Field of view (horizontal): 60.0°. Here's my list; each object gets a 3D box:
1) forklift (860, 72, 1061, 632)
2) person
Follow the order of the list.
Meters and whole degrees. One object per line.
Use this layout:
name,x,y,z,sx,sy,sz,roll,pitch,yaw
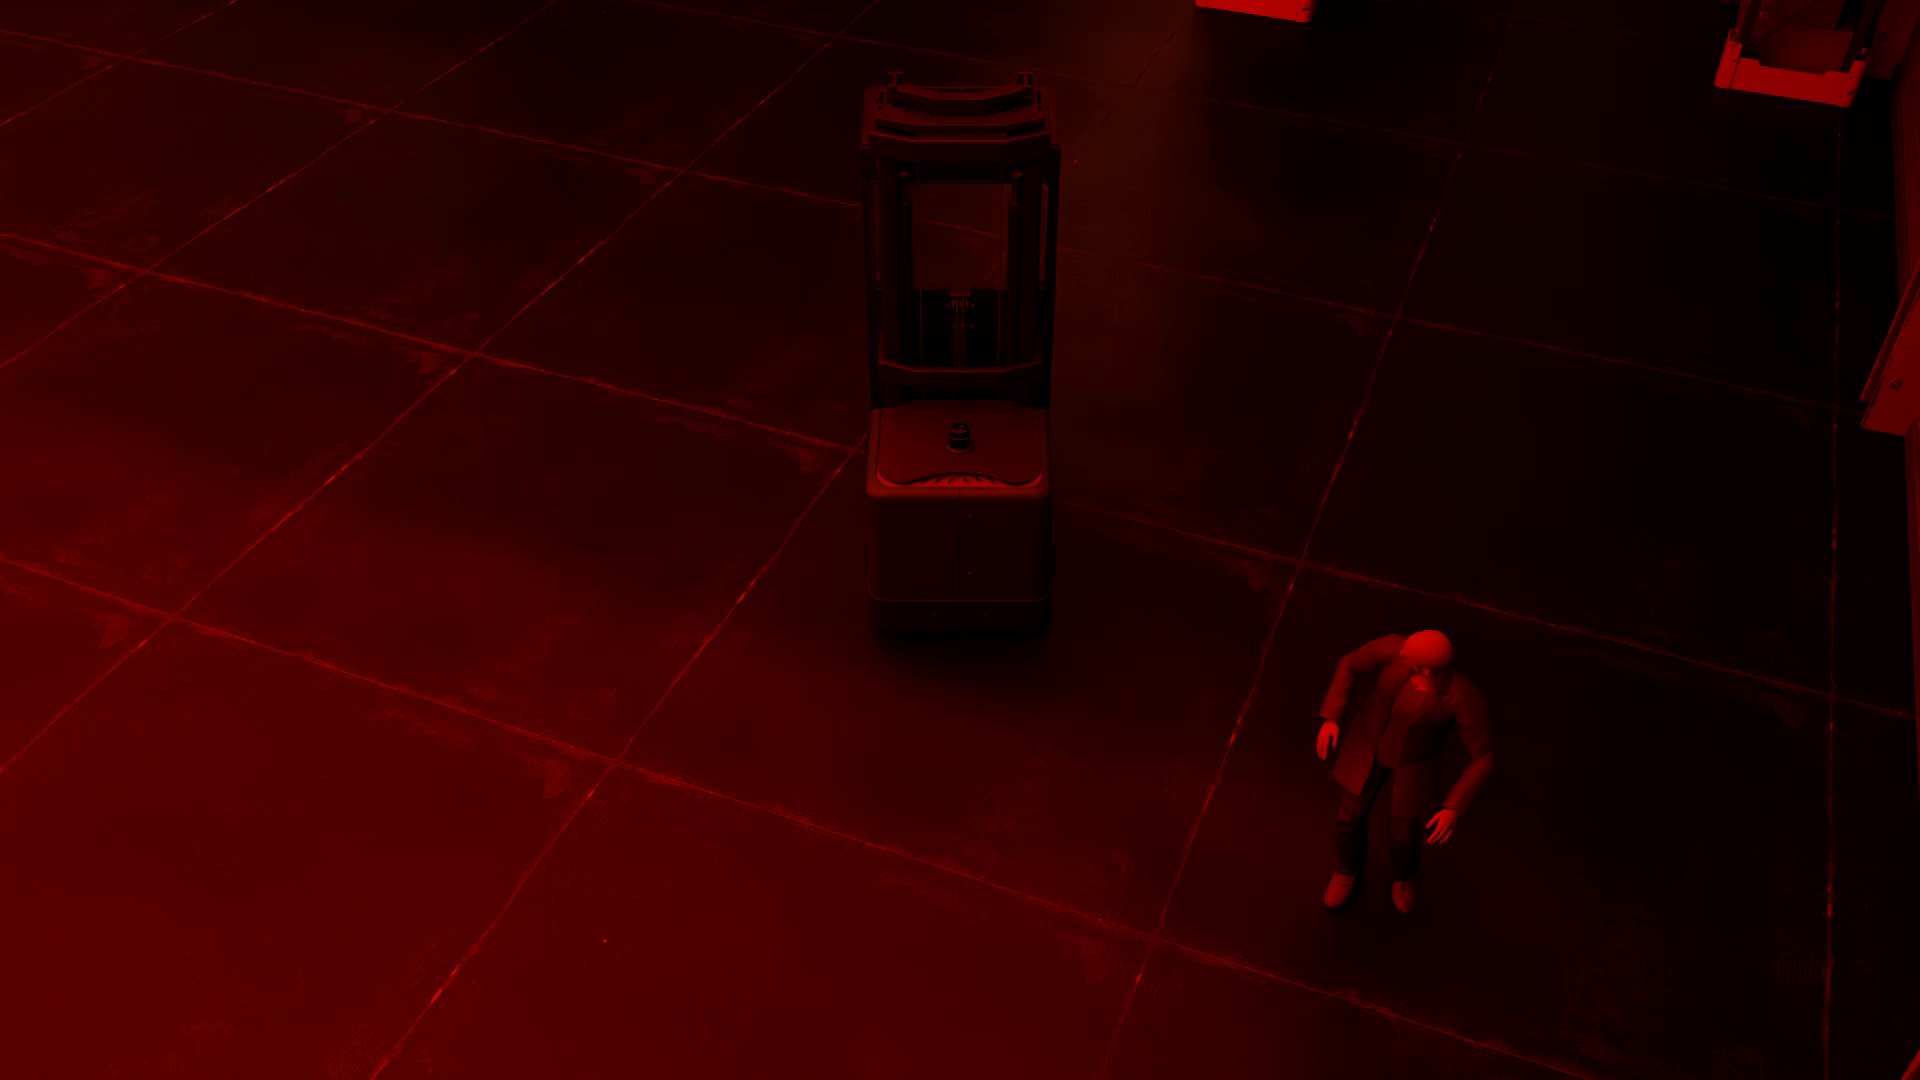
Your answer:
forklift,0.002,-1.515,9.816,1.130,2.935,3.031,0,40,0
person,2.017,1.078,7.697,0.831,1.731,0.609,24,46,26
